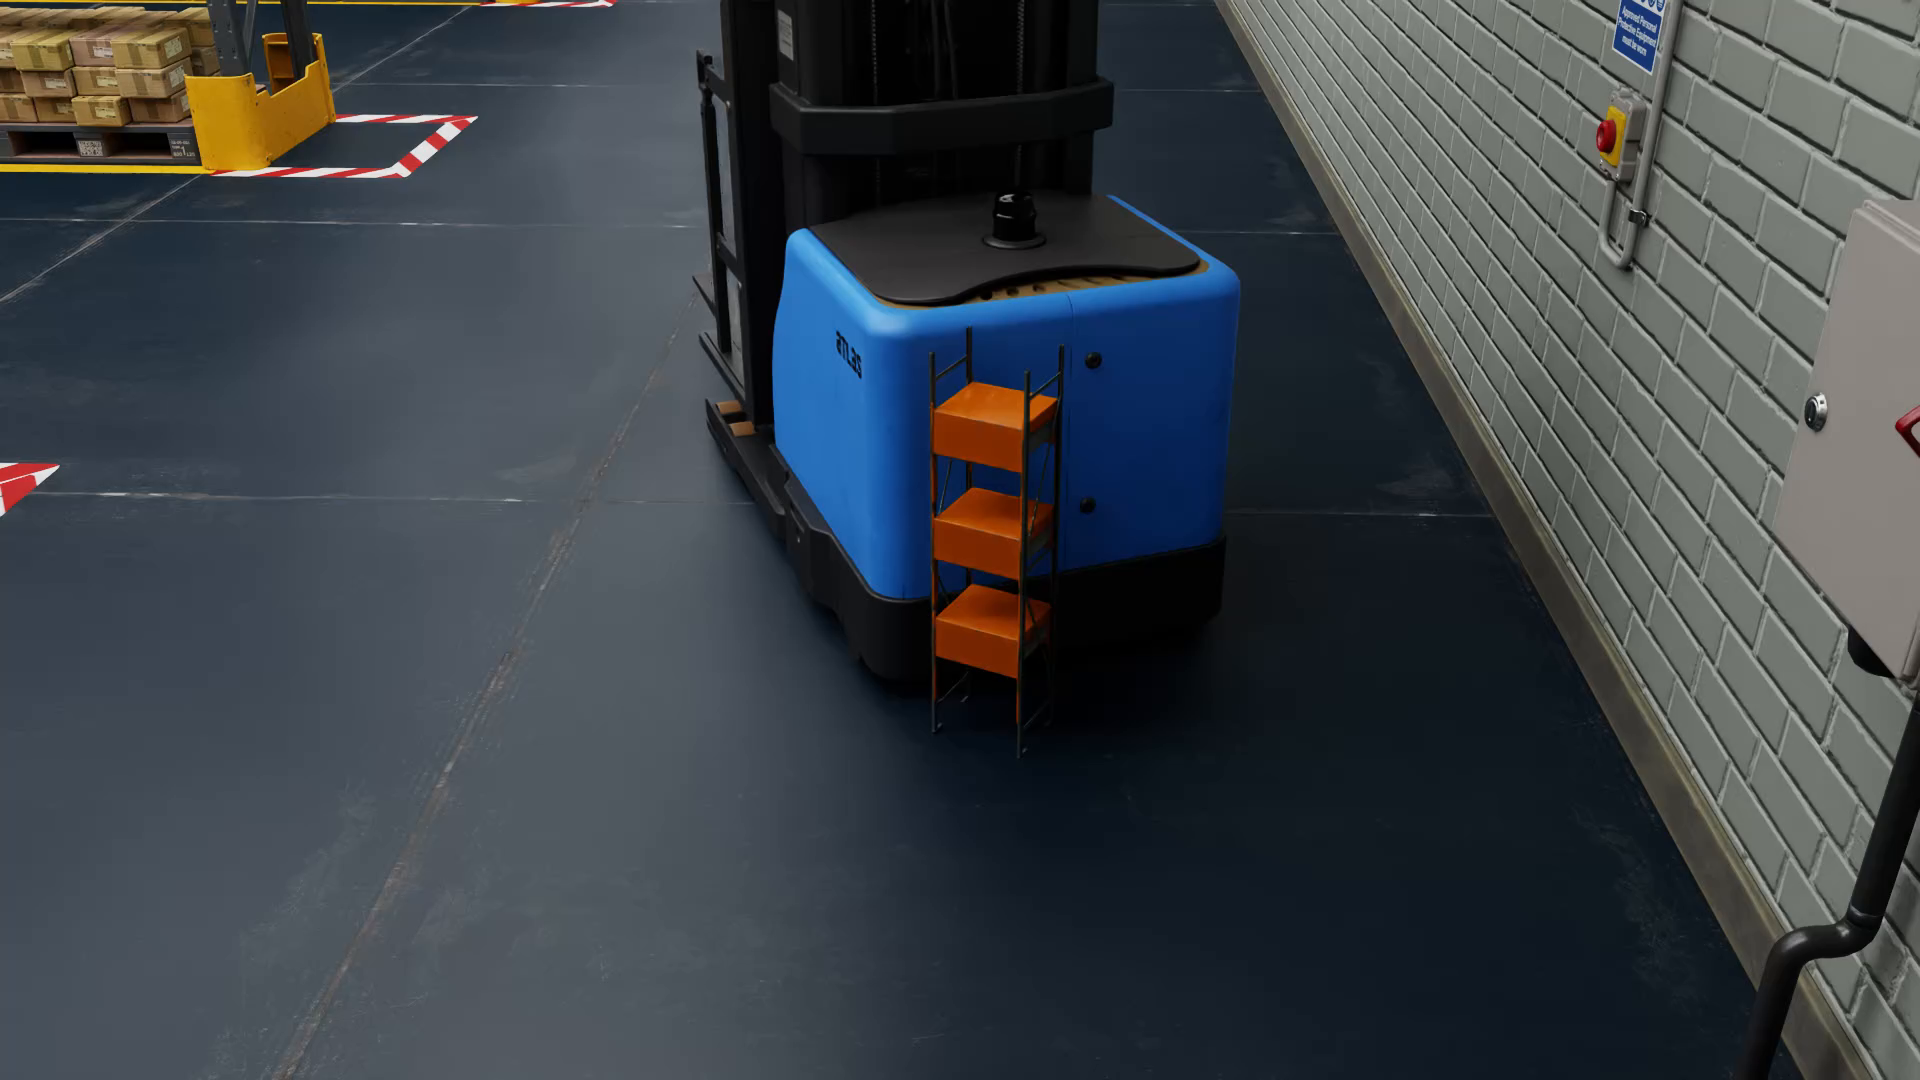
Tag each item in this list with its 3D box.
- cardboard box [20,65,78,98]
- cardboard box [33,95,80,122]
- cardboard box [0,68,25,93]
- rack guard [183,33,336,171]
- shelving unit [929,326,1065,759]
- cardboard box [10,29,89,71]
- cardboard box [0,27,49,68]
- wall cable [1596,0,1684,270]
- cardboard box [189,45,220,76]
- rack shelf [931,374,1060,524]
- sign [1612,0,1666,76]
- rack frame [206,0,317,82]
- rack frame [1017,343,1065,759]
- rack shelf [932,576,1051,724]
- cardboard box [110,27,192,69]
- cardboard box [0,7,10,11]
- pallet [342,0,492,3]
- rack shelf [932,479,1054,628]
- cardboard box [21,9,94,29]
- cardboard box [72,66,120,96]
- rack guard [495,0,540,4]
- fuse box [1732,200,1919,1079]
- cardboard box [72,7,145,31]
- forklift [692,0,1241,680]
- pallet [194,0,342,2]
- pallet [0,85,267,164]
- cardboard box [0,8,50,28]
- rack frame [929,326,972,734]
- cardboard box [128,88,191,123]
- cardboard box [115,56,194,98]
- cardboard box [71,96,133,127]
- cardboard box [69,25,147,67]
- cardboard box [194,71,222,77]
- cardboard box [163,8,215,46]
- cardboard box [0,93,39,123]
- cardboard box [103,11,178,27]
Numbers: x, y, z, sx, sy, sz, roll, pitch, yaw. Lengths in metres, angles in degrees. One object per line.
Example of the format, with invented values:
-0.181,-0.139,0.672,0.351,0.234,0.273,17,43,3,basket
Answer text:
-4.927,-2.546,9.127,0.250,0.149,0.380,0,28,0,cardboard box
-4.925,-2.444,9.253,0.250,0.149,0.380,1,28,2,cardboard box
-5.192,-2.598,9.227,0.250,0.149,0.380,1,28,1,cardboard box
-3.946,-2.502,9.437,0.348,0.500,1.175,1,28,2,rack guard
0.087,0.022,4.088,0.252,1.050,0.215,14,31,25,shelving unit
-4.921,-2.660,9.026,0.250,0.149,0.380,0,28,1,cardboard box
-5.177,-2.694,9.090,0.250,0.149,0.380,0,28,0,cardboard box
1.692,-1.667,4.074,0.123,1.953,0.585,1,28,2,wall cable
-4.385,-2.792,9.591,0.250,0.149,0.380,2,28,4,cardboard box
0.087,-0.220,3.960,0.240,0.259,0.215,14,31,25,rack shelf
1.755,-1.345,4.297,0.001,0.218,0.327,1,28,2,sign
-3.870,-3.605,8.849,0.127,3.000,1.000,1,28,2,rack frame
0.194,0.048,4.037,0.008,1.050,0.200,14,31,25,rack frame
0.087,0.277,4.222,0.240,0.259,0.215,14,31,25,rack shelf
-4.408,-2.684,9.071,0.250,0.149,0.380,1,28,2,cardboard box
-5.698,-2.974,9.619,0.250,0.149,0.380,1,28,3,cardboard box
-4.396,-4.670,13.834,1.213,0.211,1.003,1,28,2,pallet
0.087,0.031,4.092,0.240,0.259,0.215,14,31,25,rack shelf
-5.160,-2.940,9.553,0.250,0.149,0.380,0,28,-1,cardboard box
-4.667,-2.567,9.169,0.250,0.149,0.380,0,28,1,cardboard box
-3.570,-4.821,13.810,0.348,0.500,1.175,1,28,2,rack guard
1.472,0.346,2.771,0.414,1.711,0.539,1,28,2,fuse box
-4.909,-2.974,9.618,0.250,0.149,0.380,1,28,2,cardboard box
-0.251,-1.595,5.130,1.130,2.935,3.031,-10,30,-18,forklift
-5.612,-4.691,13.875,1.213,0.211,1.003,1,28,2,pallet
-4.757,-2.405,9.561,1.213,0.211,1.003,1,28,2,pallet
-5.437,-2.949,9.570,0.250,0.149,0.380,2,28,4,cardboard box
-0.021,-0.005,4.138,0.008,1.050,0.200,14,31,25,rack frame
-4.404,-2.442,9.250,0.250,0.149,0.380,1,28,3,cardboard box
-4.408,-2.538,9.113,0.250,0.149,0.380,0,28,0,cardboard box
-4.664,-2.399,9.169,0.250,0.149,0.380,2,28,3,cardboard box
-4.658,-2.715,9.130,0.250,0.149,0.380,1,28,3,cardboard box
-4.383,-2.690,9.717,0.250,0.149,0.380,2,28,3,cardboard box
-4.382,-2.962,9.595,0.250,0.149,0.380,0,28,-1,cardboard box
-5.173,-2.442,9.249,0.250,0.149,0.380,1,28,2,cardboard box
-4.662,-2.910,9.497,0.250,0.149,0.380,1,28,3,cardboard box
